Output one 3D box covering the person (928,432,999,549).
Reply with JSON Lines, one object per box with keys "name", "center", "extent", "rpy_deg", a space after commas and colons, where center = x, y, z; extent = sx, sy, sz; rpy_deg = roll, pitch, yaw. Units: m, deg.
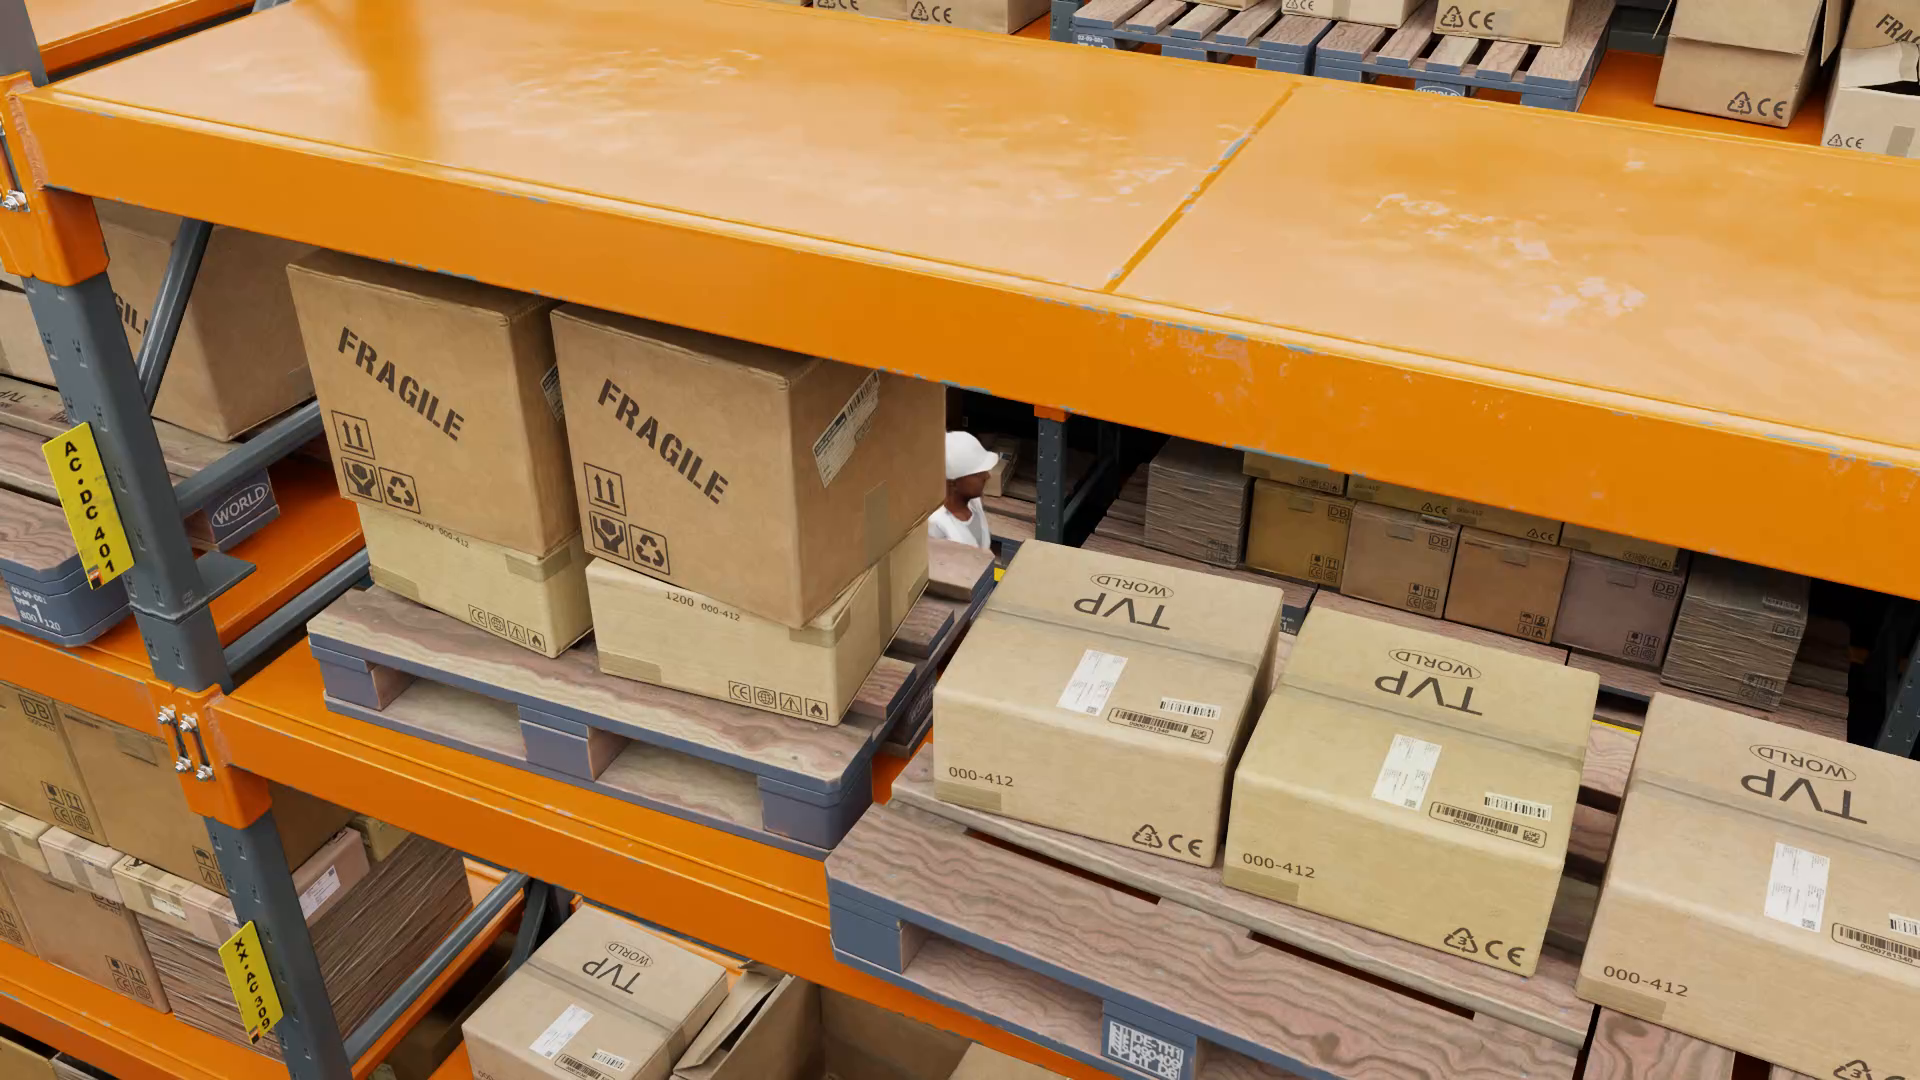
{"name": "person", "center": [-0.108, 0.345, 6.963], "extent": [0.602, 1.812, 0.592], "rpy_deg": [6, 34, 9]}
